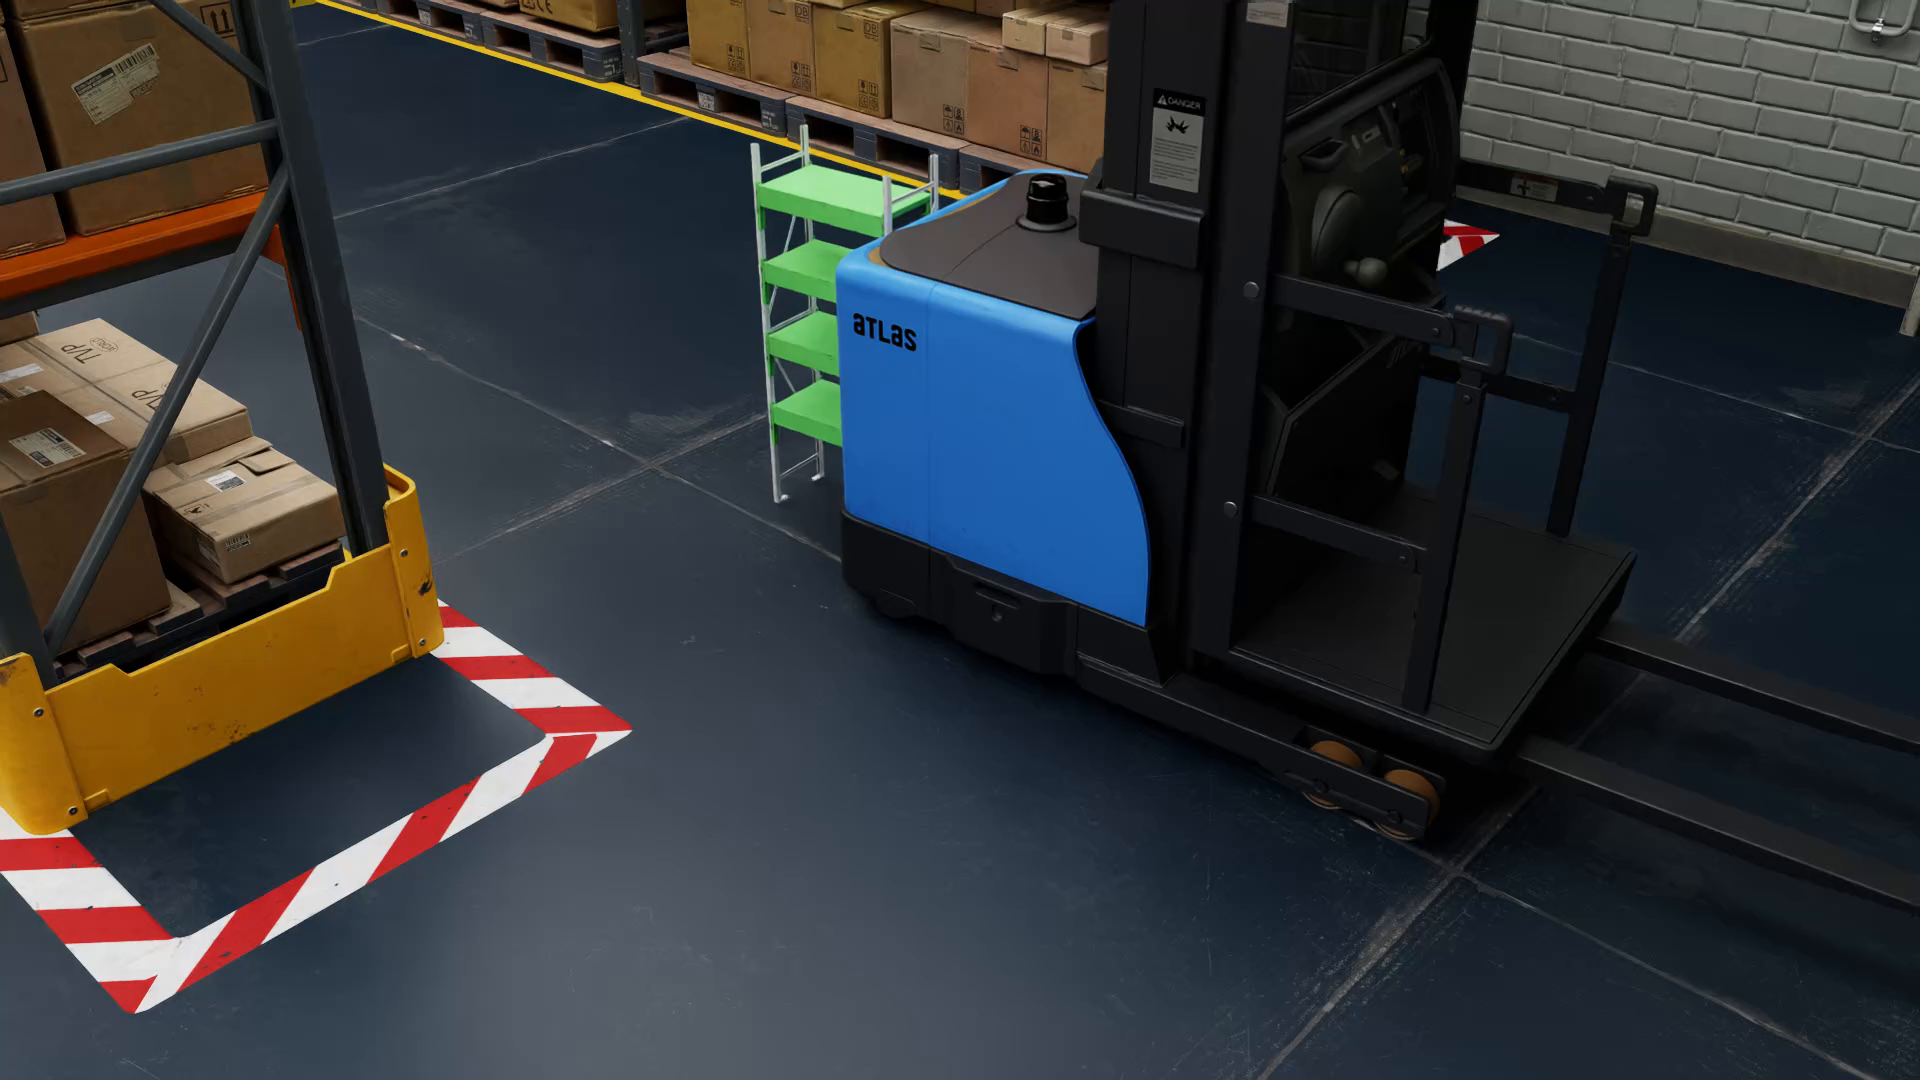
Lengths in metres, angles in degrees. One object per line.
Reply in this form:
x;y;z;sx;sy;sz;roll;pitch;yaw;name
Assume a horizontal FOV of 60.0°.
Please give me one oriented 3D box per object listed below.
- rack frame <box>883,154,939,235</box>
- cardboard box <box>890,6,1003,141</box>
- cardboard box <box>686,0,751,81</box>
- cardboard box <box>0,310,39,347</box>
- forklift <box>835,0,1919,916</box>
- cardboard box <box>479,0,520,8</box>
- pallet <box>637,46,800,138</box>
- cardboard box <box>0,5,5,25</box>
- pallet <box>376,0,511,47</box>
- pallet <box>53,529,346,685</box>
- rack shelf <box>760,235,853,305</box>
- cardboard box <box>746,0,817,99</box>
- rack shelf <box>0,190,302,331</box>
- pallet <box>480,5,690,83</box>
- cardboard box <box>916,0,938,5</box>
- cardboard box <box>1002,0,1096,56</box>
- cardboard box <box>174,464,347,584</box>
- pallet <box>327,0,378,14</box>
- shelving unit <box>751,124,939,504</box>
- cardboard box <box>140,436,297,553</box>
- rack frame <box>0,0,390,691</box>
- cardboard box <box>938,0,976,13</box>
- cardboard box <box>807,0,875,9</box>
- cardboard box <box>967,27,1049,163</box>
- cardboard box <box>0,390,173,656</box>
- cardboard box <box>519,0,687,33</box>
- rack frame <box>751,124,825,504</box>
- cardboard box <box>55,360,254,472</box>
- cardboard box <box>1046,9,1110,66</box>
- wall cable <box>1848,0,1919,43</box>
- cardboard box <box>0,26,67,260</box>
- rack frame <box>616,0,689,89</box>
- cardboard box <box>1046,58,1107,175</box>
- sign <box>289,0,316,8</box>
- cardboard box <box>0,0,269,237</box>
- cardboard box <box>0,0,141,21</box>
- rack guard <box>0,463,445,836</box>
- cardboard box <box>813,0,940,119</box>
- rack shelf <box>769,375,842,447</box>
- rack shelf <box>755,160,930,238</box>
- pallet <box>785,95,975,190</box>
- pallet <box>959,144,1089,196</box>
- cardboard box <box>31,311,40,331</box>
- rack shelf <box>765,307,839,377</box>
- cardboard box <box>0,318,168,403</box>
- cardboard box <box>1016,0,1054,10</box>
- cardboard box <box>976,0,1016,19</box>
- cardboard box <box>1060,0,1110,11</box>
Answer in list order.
-0.138;-0.538;4.980;0.015;1.200;0.240;20;37;30;rack frame
0.075;-2.363;8.283;0.500;0.500;0.700;24;38;34;cardboard box
-1.075;-2.898;9.173;0.500;0.500;0.700;26;39;36;cardboard box
-3.485;-0.663;5.436;0.637;0.503;0.797;25;39;35;cardboard box
1.142;-0.840;3.804;3.031;2.935;1.130;20;37;30;forklift
-2.791;-3.828;10.378;0.750;0.750;0.750;26;40;36;cardboard box
-1.049;-2.600;9.364;1.213;0.211;1.003;25;39;35;pallet
-2.431;-1.328;3.481;0.500;0.500;0.500;25;39;35;cardboard box
-3.092;-3.553;10.948;1.213;0.211;1.003;25;39;35;pallet
-2.564;0.085;4.904;1.213;0.211;1.003;25;39;35;pallet
-0.336;-0.762;5.012;0.480;0.148;0.258;20;37;30;rack shelf
-0.705;-2.723;8.882;0.500;0.500;0.700;25;39;35;cardboard box
-3.399;-1.191;5.018;4.000;0.370;1.077;25;39;35;rack shelf
-2.183;-3.131;10.246;1.213;0.211;1.003;25;39;35;pallet
-0.083;-2.853;8.469;0.250;0.149;0.380;24;39;34;cardboard box
0.412;-2.357;7.644;0.250;0.149;0.380;26;40;36;cardboard box
-1.996;-0.051;4.764;0.250;0.149;0.380;25;39;35;cardboard box
-3.992;-3.975;11.649;1.213;0.211;1.003;25;39;35;pallet
-0.336;-0.612;5.103;0.503;1.200;0.258;20;37;30;shelving unit
-2.181;-0.145;4.903;0.250;0.166;0.380;25;39;35;cardboard box
-1.916;-0.808;3.683;0.127;3.000;1.000;25;39;35;rack frame
0.105;-2.765;8.323;0.250;0.149;0.380;25;39;36;cardboard box
-0.556;-2.807;8.393;0.250;0.149;0.380;24;38;34;cardboard box
0.448;-2.189;7.995;0.500;0.500;0.700;25;39;35;cardboard box
-2.485;-0.019;4.370;0.500;0.500;0.500;25;39;35;cardboard box
-2.130;-3.522;9.869;0.750;0.750;0.750;26;39;36;cardboard box
-0.533;-0.685;5.225;0.015;1.200;0.240;20;37;30;rack frame
-2.500;-0.288;5.059;0.500;0.250;0.500;25;39;35;cardboard box
0.602;-2.269;7.498;0.250;0.149;0.380;25;39;35;cardboard box
2.989;-3.057;6.434;1.851;1.984;0.084;25;39;35;wall cable
-2.431;-0.901;3.742;0.500;0.500;0.500;26;40;36;cardboard box
-1.561;-4.087;9.131;0.127;3.000;1.000;25;39;35;rack frame
0.819;-2.016;7.707;0.500;0.500;0.700;25;39;35;cardboard box
-1.552;-1.386;3.804;0.005;0.325;0.100;25;39;35;sign
-2.068;-1.105;4.080;0.500;0.500;0.500;26;40;36;cardboard box
-2.068;-1.533;3.822;0.500;0.500;0.500;26;40;36;cardboard box
-1.972;0.237;4.371;0.348;0.500;1.175;25;39;35;rack guard
-0.326;-2.545;8.585;0.500;0.500;0.700;26;40;36;cardboard box
-0.336;-0.351;5.259;0.480;0.148;0.258;20;37;30;rack shelf
-0.336;-0.968;4.888;0.480;0.148;0.258;20;37;30;rack shelf
-0.141;-2.177;8.662;1.213;0.211;1.003;25;39;35;pallet
0.760;-1.755;7.961;1.213;0.211;1.003;25;39;35;pallet
-3.713;-0.880;5.984;0.500;0.311;0.500;25;39;35;cardboard box
-0.336;-0.557;5.136;0.480;0.148;0.258;20;37;30;rack shelf
-2.870;-0.461;5.346;0.500;0.250;0.500;25;39;35;cardboard box
0.485;-2.589;8.030;0.250;0.149;0.380;25;39;35;cardboard box
0.295;-2.677;8.176;0.250;0.149;0.380;26;39;36;cardboard box
0.670;-2.502;7.886;0.250;0.149;0.380;25;39;35;cardboard box
